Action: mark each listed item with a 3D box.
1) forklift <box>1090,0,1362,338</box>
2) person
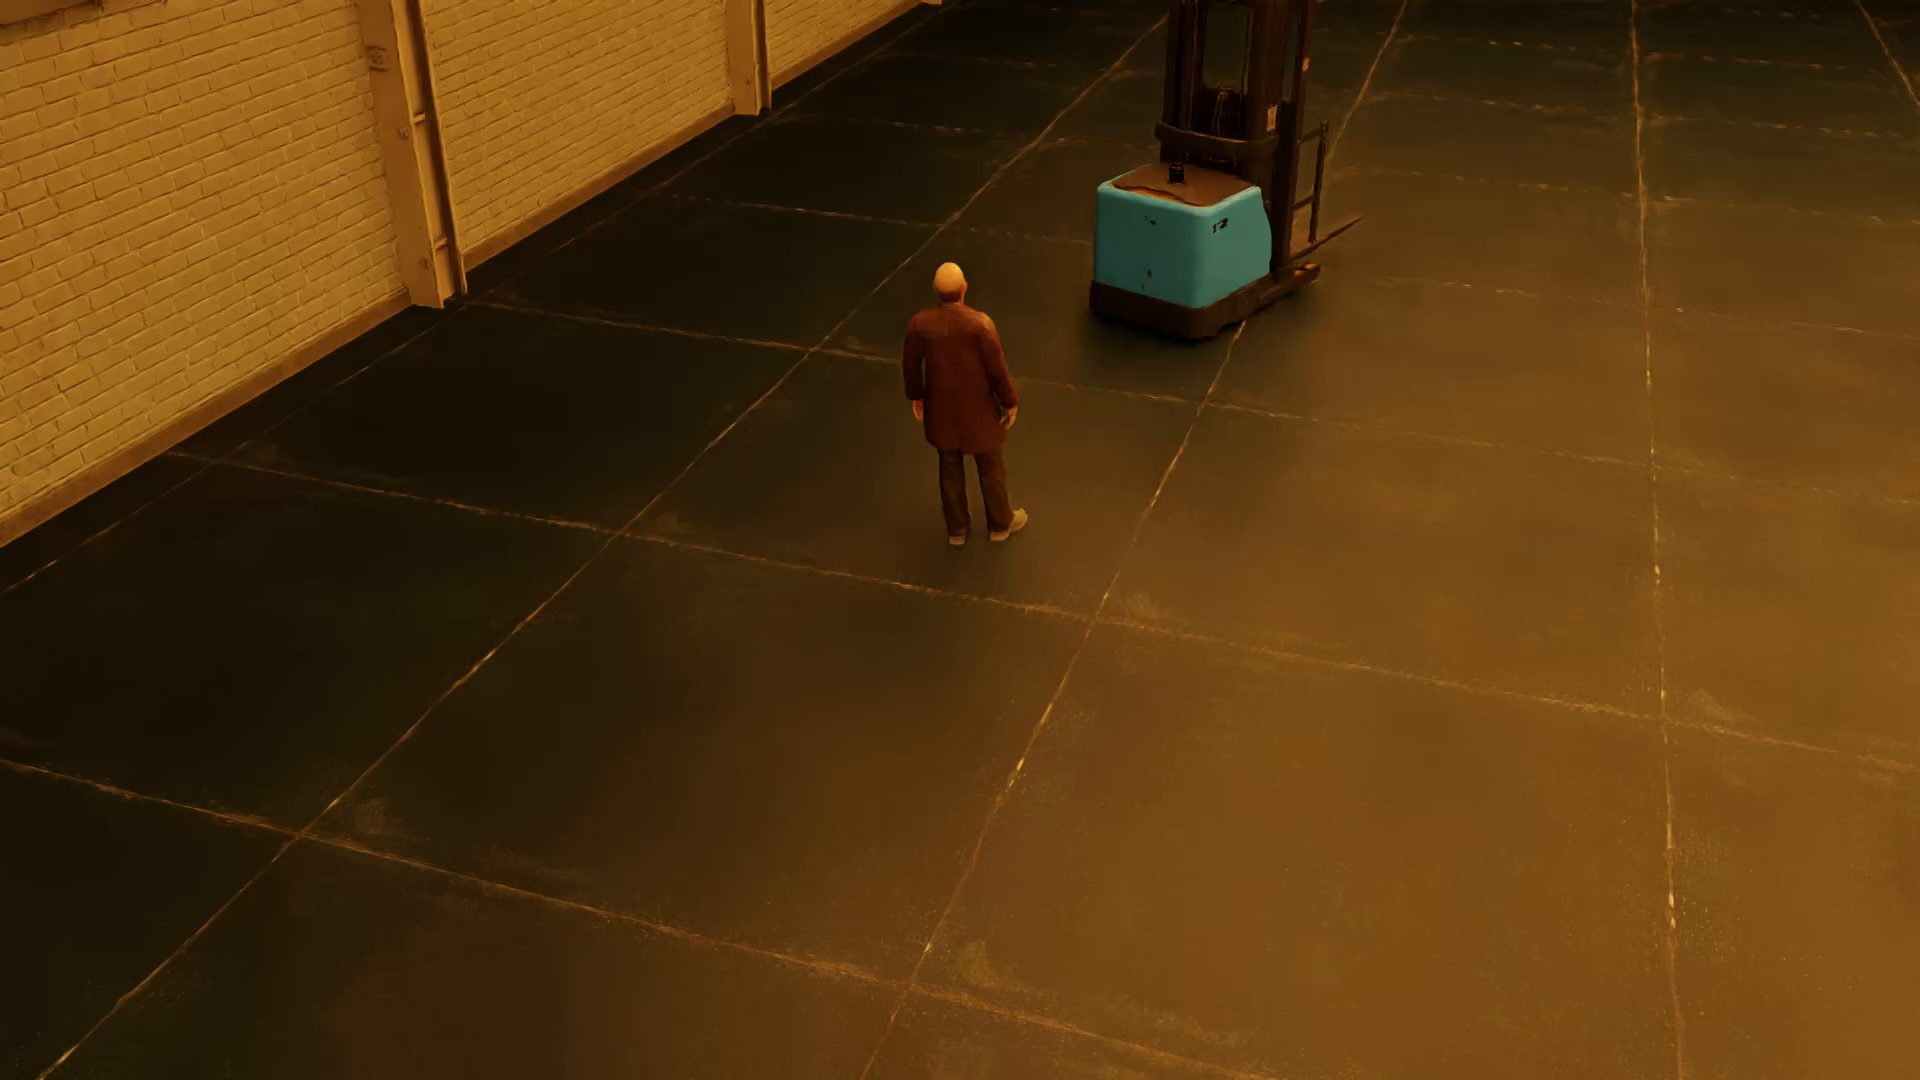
[{"bbox_3d":[2.343,-3.469,13.221,1.130,2.935,3.031,22,36,33],"label":"forklift"},{"bbox_3d":[0.034,-0.820,9.726,0.694,1.776,0.580,10,31,16],"label":"person"}]
